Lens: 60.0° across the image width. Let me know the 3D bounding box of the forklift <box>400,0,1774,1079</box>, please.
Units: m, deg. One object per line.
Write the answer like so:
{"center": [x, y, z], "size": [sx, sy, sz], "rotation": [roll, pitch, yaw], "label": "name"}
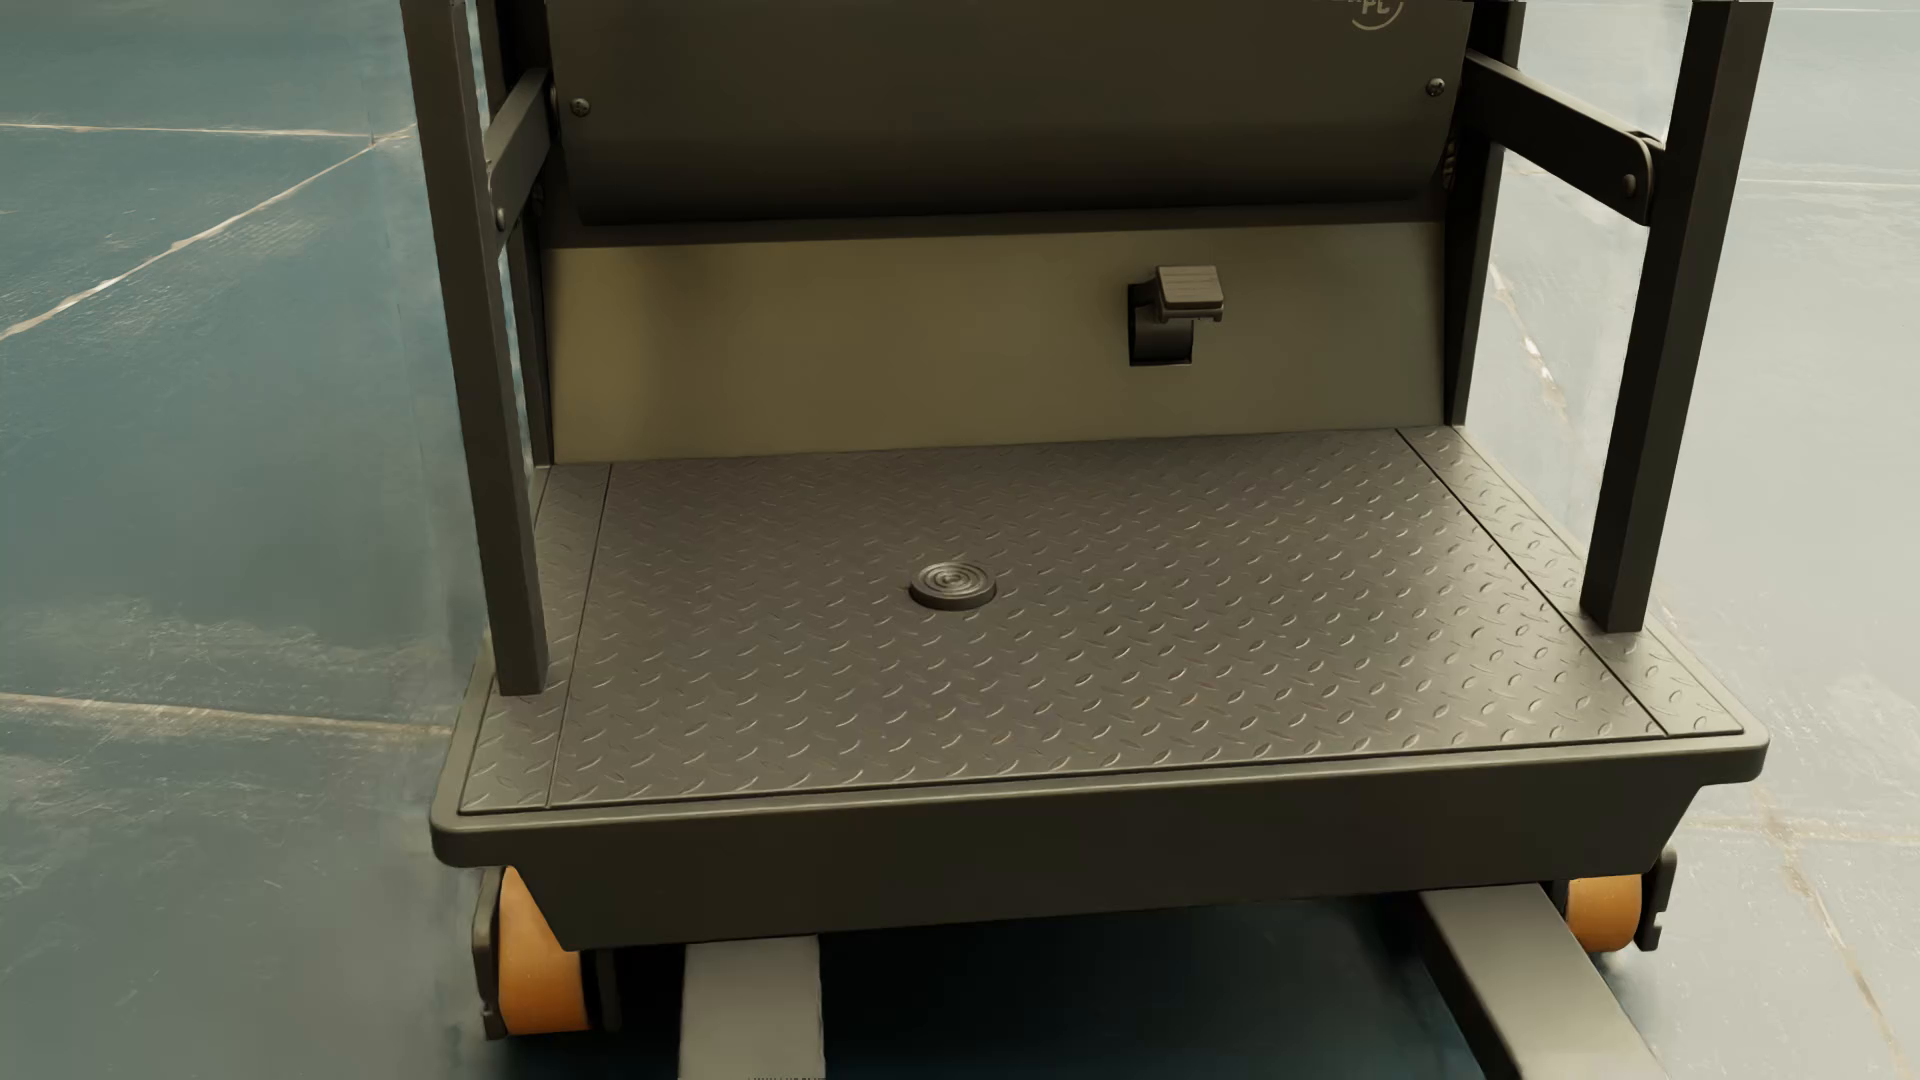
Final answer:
{"center": [0.082, -1.009, 1.239], "size": [1.130, 2.935, 3.031], "rotation": [-3, 27, -6], "label": "forklift"}
